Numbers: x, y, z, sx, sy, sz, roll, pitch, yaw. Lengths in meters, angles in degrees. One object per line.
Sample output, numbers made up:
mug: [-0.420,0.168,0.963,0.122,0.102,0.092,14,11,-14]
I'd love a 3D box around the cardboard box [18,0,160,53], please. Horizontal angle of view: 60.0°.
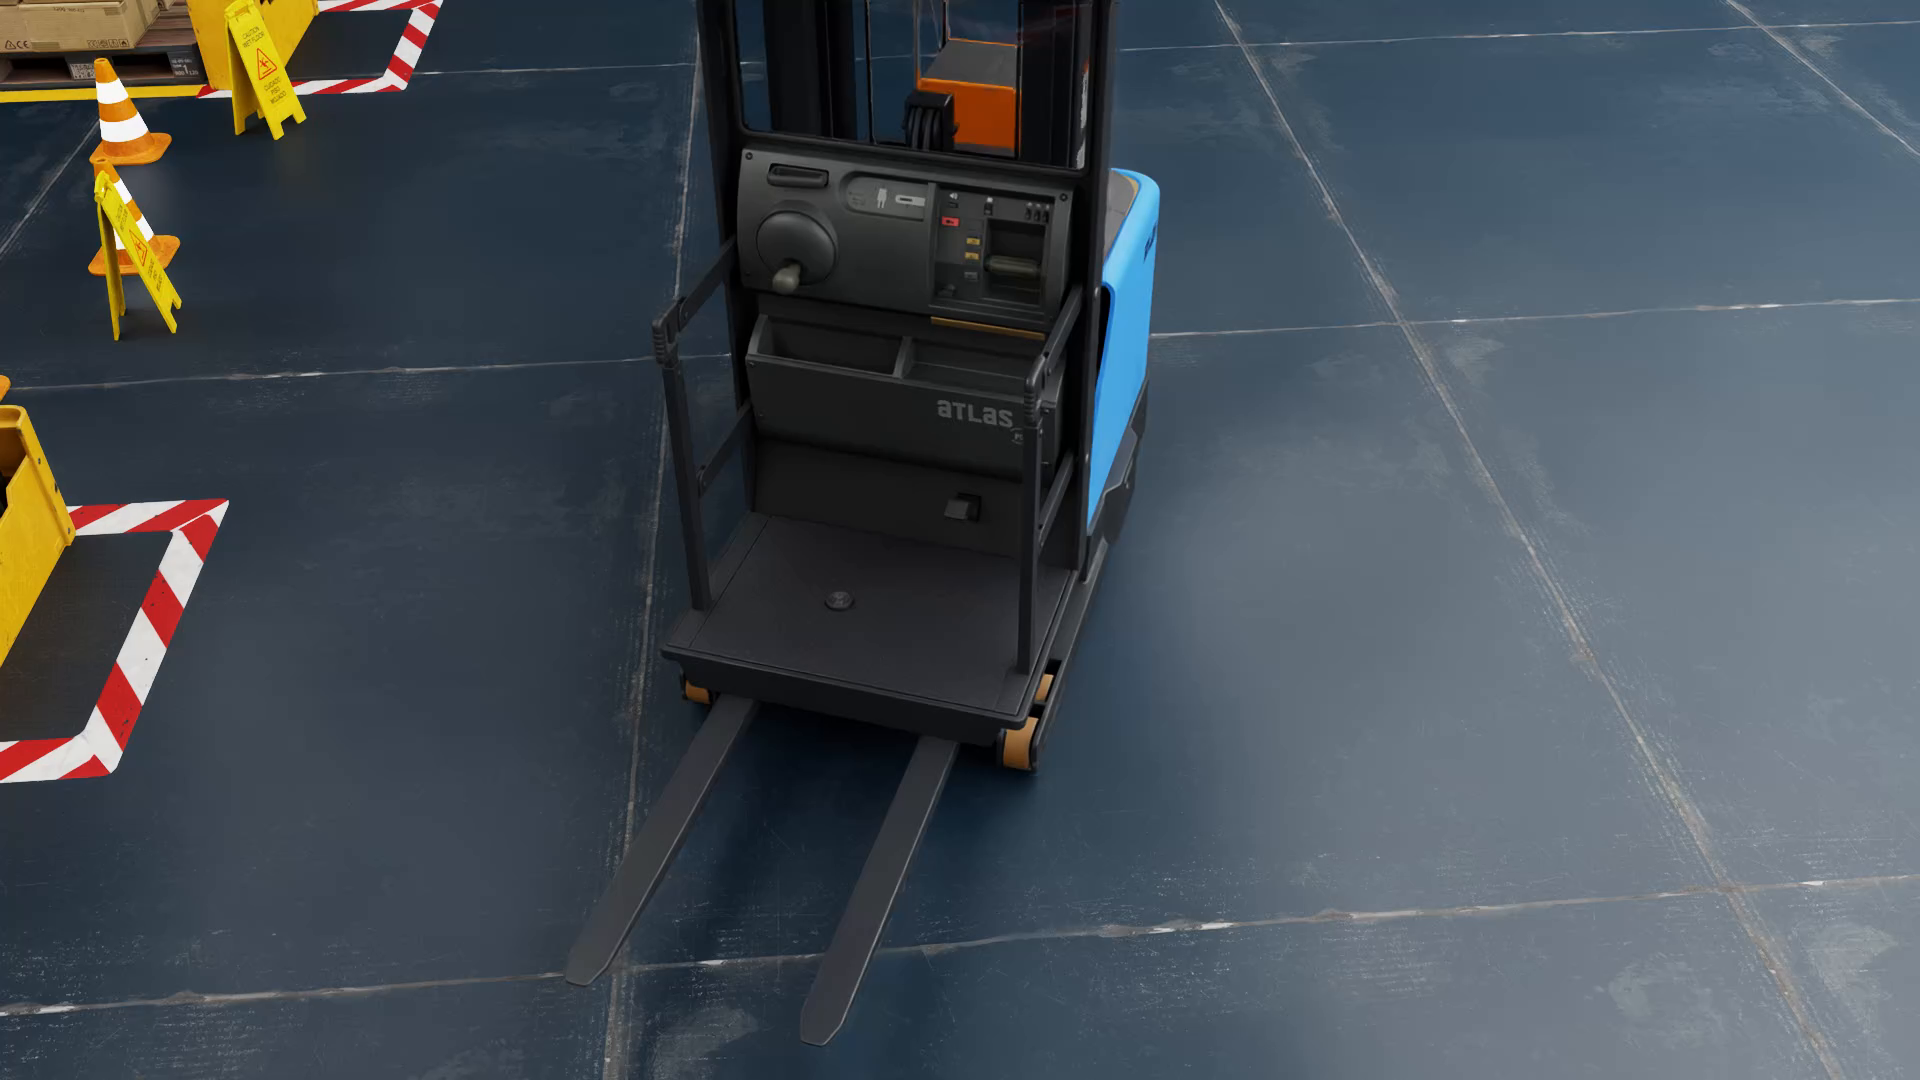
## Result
cardboard box: [-4.565,-2.786,8.740,0.500,0.250,0.500,-3,38,-4]

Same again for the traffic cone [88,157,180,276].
traffic cone: [-3.637,-1.430,7.189,0.334,0.463,0.336,-3,38,-4]

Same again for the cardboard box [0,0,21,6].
cardboard box: [-5.054,-3.056,8.477,0.500,0.500,0.500,-2,38,-2]

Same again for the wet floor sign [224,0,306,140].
wet floor sign: [-3.476,-2.338,8.192,0.232,0.644,0.267,9,39,12]

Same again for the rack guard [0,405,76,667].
rack guard: [-3.197,0.117,5.198,0.348,0.500,1.175,-3,38,-4]

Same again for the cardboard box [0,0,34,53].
cardboard box: [-5.058,-2.763,8.711,0.500,0.250,0.500,-3,38,-4]

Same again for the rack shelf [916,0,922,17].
rack shelf: [0.139,-2.046,5.535,0.480,0.518,0.431,9,39,11]

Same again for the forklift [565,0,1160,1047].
forklift: [-0.216,-0.748,4.332,1.130,2.935,3.031,10,39,13]

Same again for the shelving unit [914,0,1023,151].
shelving unit: [0.137,-1.502,5.954,0.503,2.100,0.431,9,39,11]

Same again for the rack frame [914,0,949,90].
rack frame: [-0.099,-1.540,6.002,0.015,2.100,0.400,9,39,11]

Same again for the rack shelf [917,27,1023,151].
rack shelf: [0.137,-1.491,5.962,0.480,0.518,0.431,9,39,11]

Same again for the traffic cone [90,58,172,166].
traffic cone: [-4.074,-2.096,8.033,0.334,0.463,0.336,-3,38,-4]

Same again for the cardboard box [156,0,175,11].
cardboard box: [-4.588,-3.124,9.168,0.500,0.250,0.500,-3,38,-4]

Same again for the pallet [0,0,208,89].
pallet: [-4.648,-2.790,9.116,1.213,0.211,1.003,-3,38,-4]

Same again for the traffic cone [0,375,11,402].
traffic cone: [-3.875,-0.714,6.282,0.334,0.463,0.336,-3,38,-4]

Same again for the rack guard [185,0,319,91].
rack guard: [-3.835,-2.926,9.055,0.348,0.500,1.175,-3,38,-4]

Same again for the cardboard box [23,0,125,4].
cardboard box: [-4.534,-3.087,8.516,0.500,0.500,0.500,-3,38,-4]

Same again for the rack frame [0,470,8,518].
rack frame: [-3.220,-0.863,4.422,0.127,3.000,1.000,-3,38,-4]

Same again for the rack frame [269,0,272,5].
rack frame: [-3.760,-3.912,8.286,0.127,3.000,1.000,-3,38,-4]

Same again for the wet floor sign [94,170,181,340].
wet floor sign: [-3.367,-1.162,6.702,0.232,0.644,0.267,-9,39,-12]
